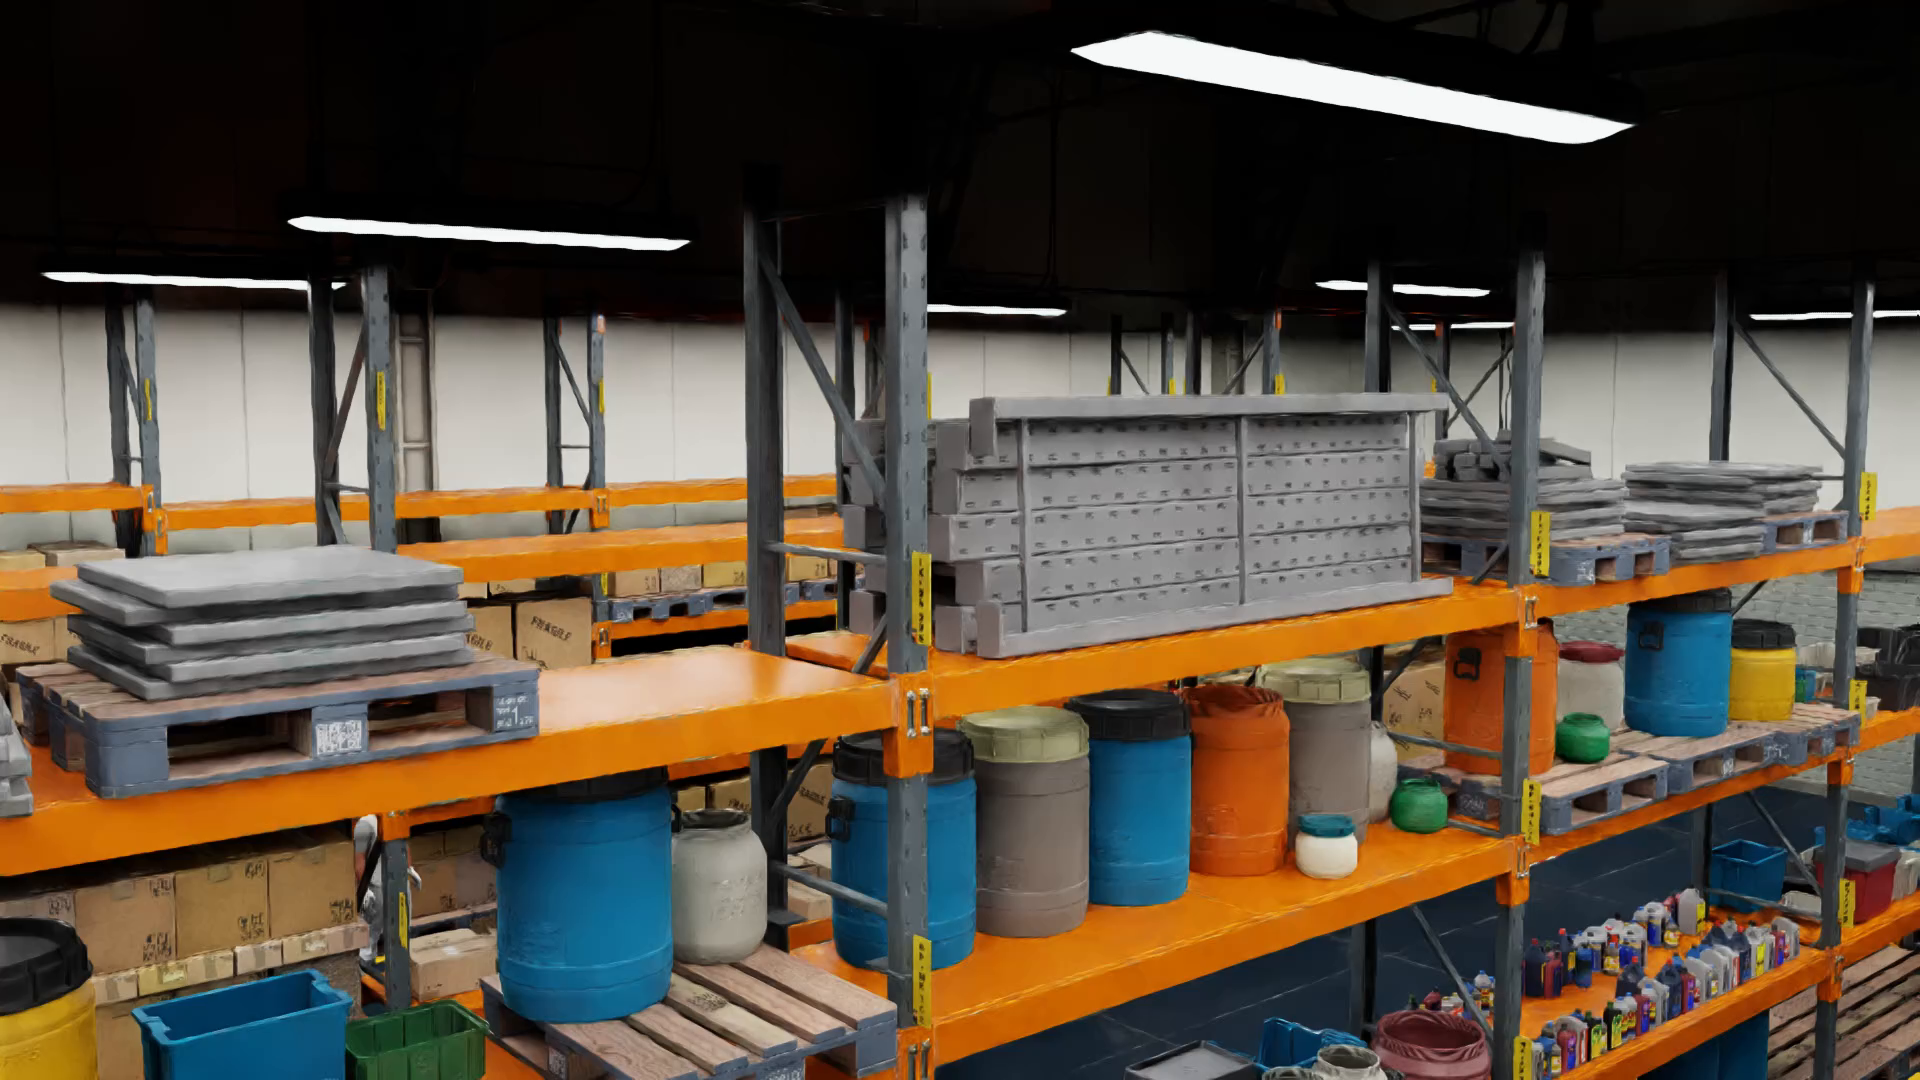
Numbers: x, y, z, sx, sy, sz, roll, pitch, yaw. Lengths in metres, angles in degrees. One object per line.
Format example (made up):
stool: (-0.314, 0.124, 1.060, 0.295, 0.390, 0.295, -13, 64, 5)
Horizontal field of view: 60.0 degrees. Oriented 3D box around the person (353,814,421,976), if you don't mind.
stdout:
person: (-4.824, 2.903, 14.073, 0.471, 1.781, 0.622, 3, 6, 26)
